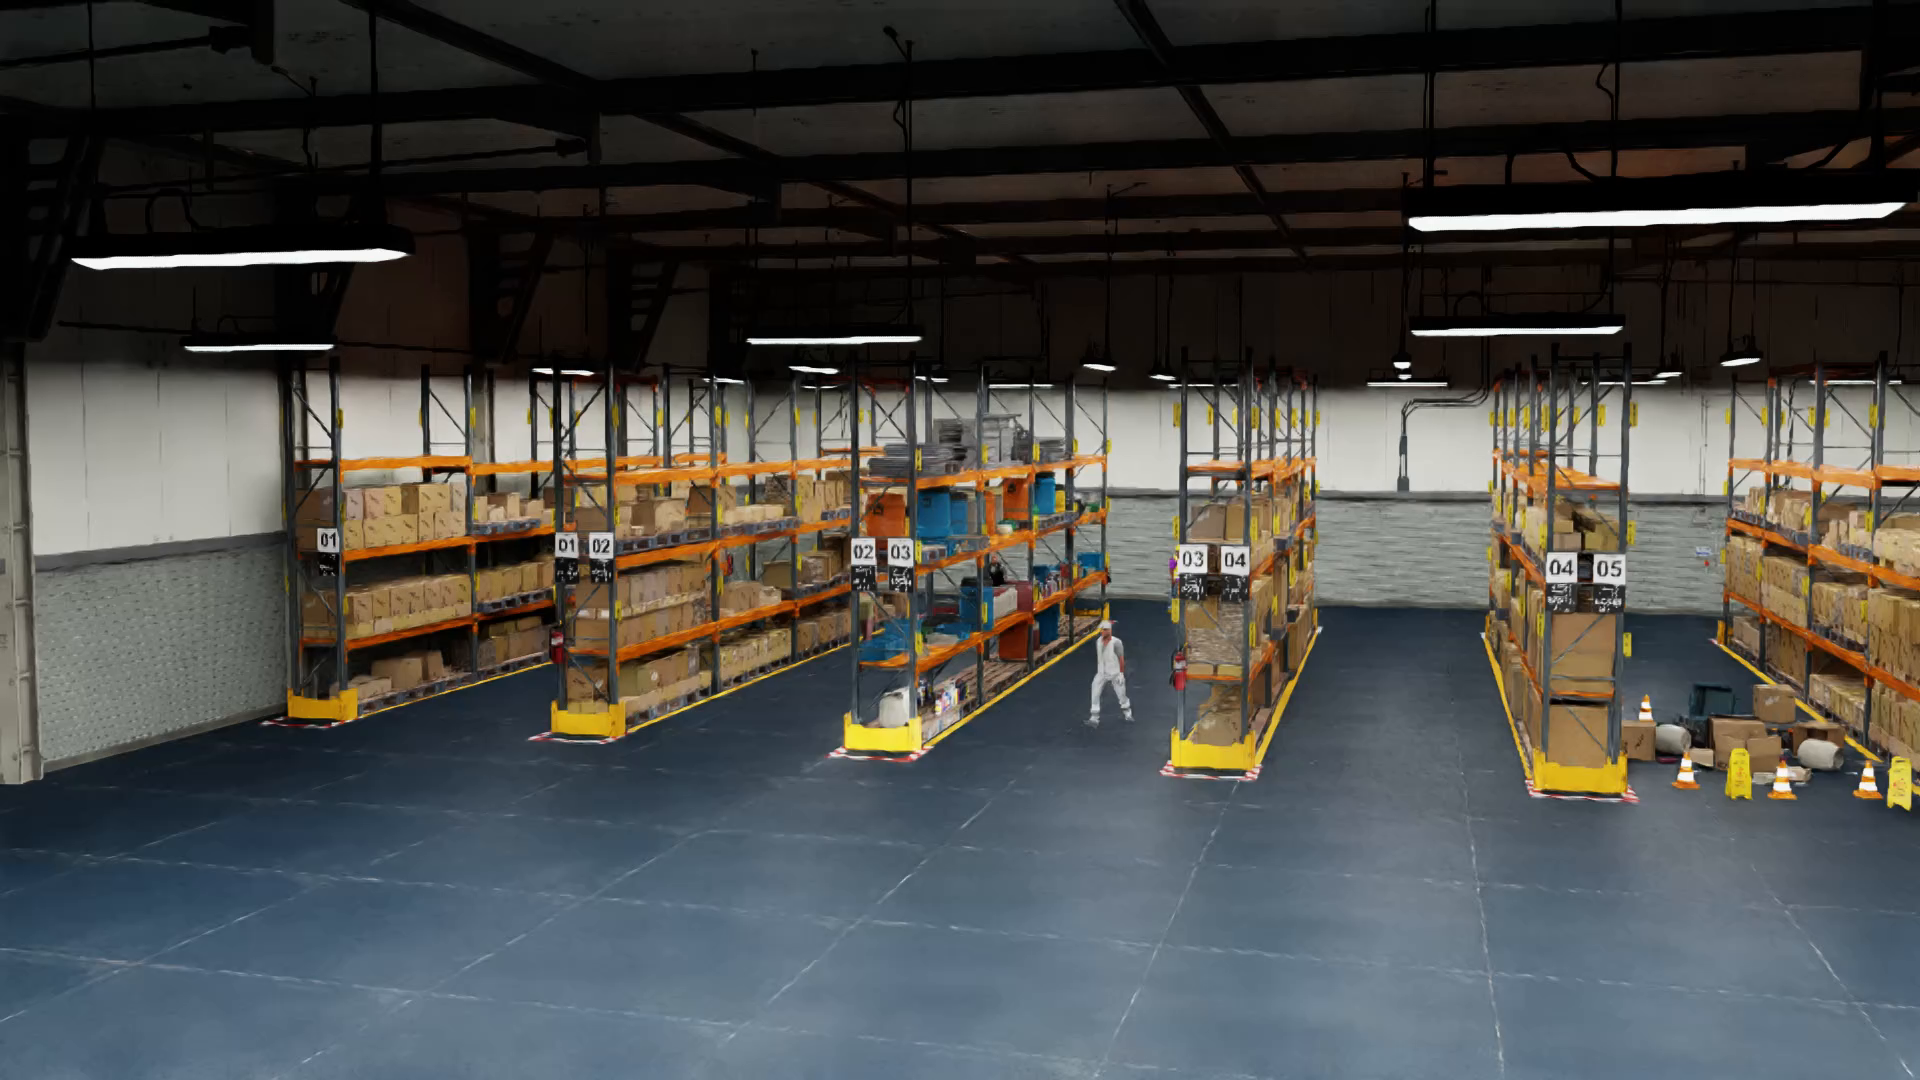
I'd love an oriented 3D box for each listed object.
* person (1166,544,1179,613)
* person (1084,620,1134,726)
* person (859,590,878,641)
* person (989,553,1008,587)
[{"bbox_3d":[5.650,0.988,42.569,0.740,1.755,0.567,-3,5,-37],"label":"person"},{"bbox_3d":[2.445,2.157,27.084,0.598,1.734,0.988,3,5,36],"label":"person"},{"bbox_3d":[-1.999,1.620,34.941,0.449,1.586,1.098,1,4,13],"label":"person"},{"bbox_3d":[0.865,1.152,41.175,0.677,1.674,0.534,1,4,13],"label":"person"}]
